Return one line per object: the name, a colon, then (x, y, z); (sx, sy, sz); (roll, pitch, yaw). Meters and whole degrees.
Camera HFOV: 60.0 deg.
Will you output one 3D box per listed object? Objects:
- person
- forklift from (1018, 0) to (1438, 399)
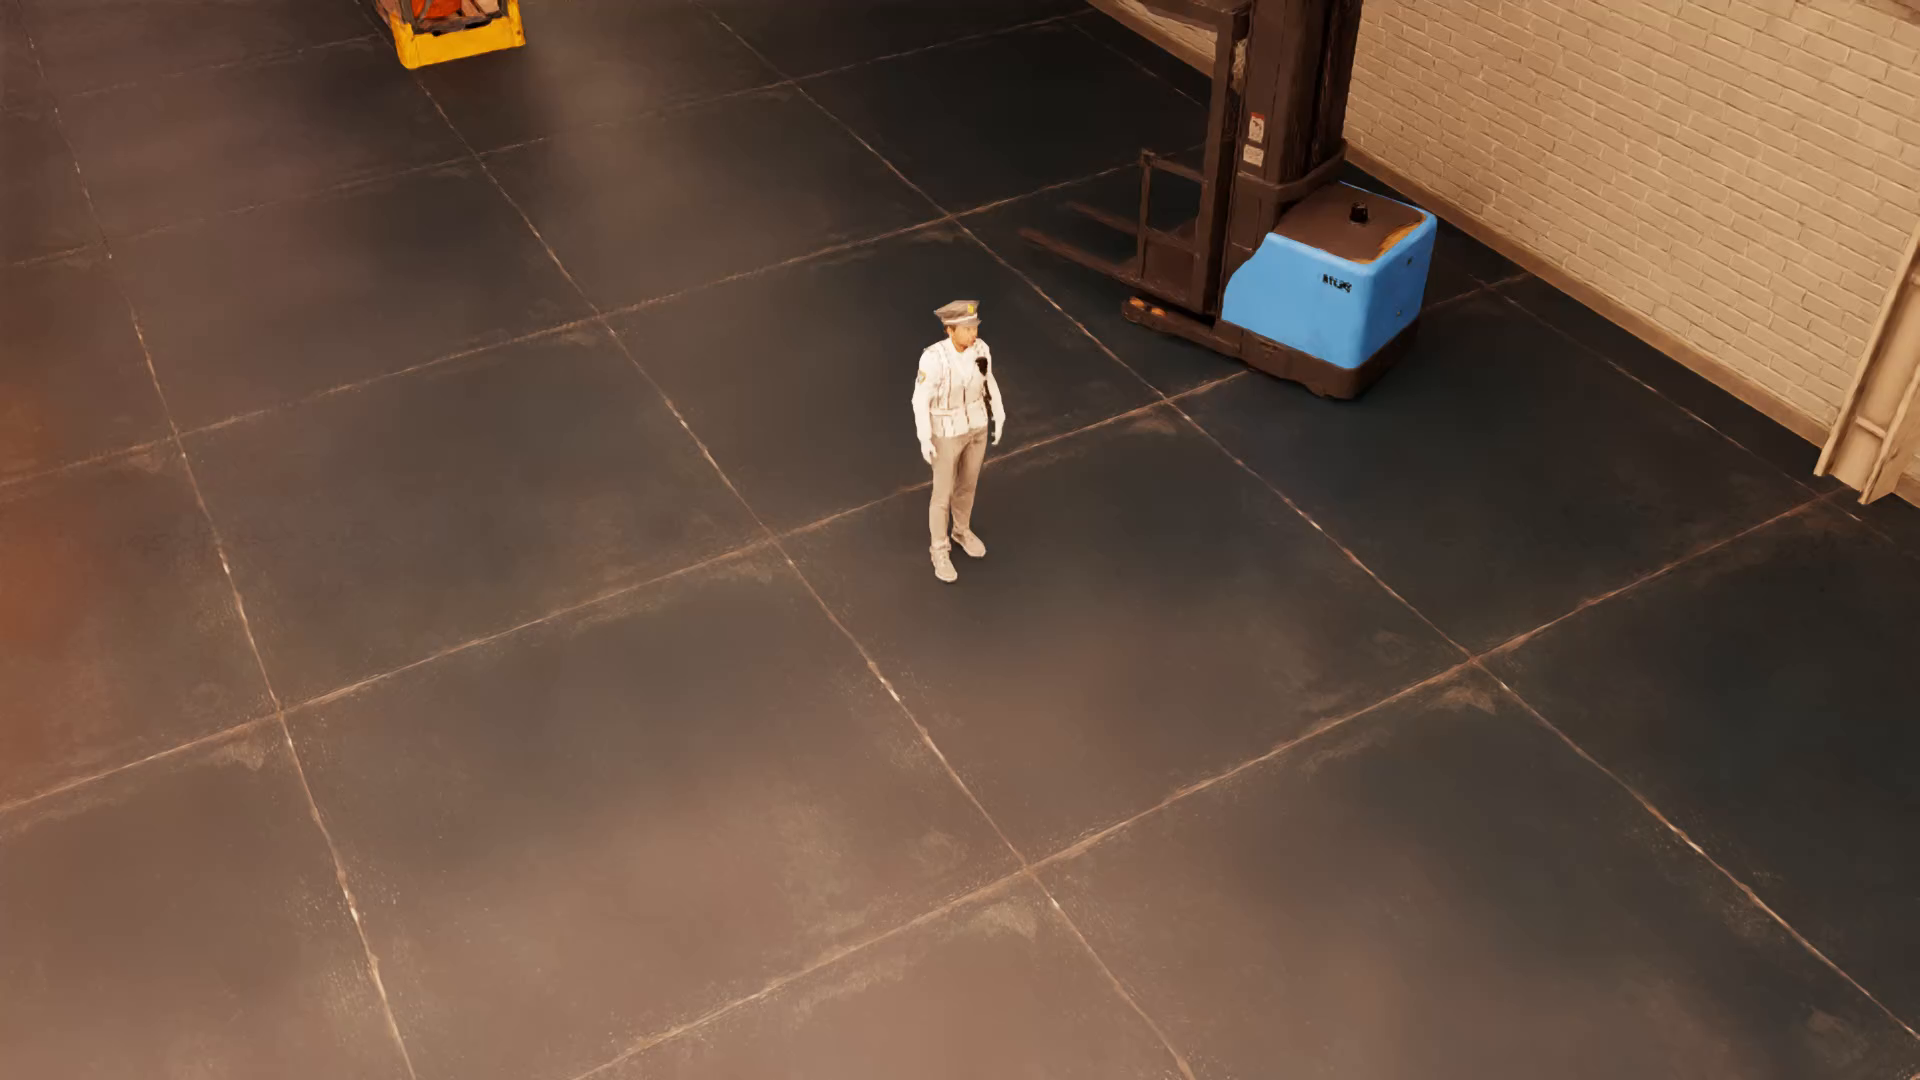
person: (0.028, -0.618, 9.738); (0.586, 1.695, 0.532); (-20, 44, -23)
forklift: (1.822, -2.888, 11.518); (3.031, 2.935, 1.130); (28, 47, 30)
